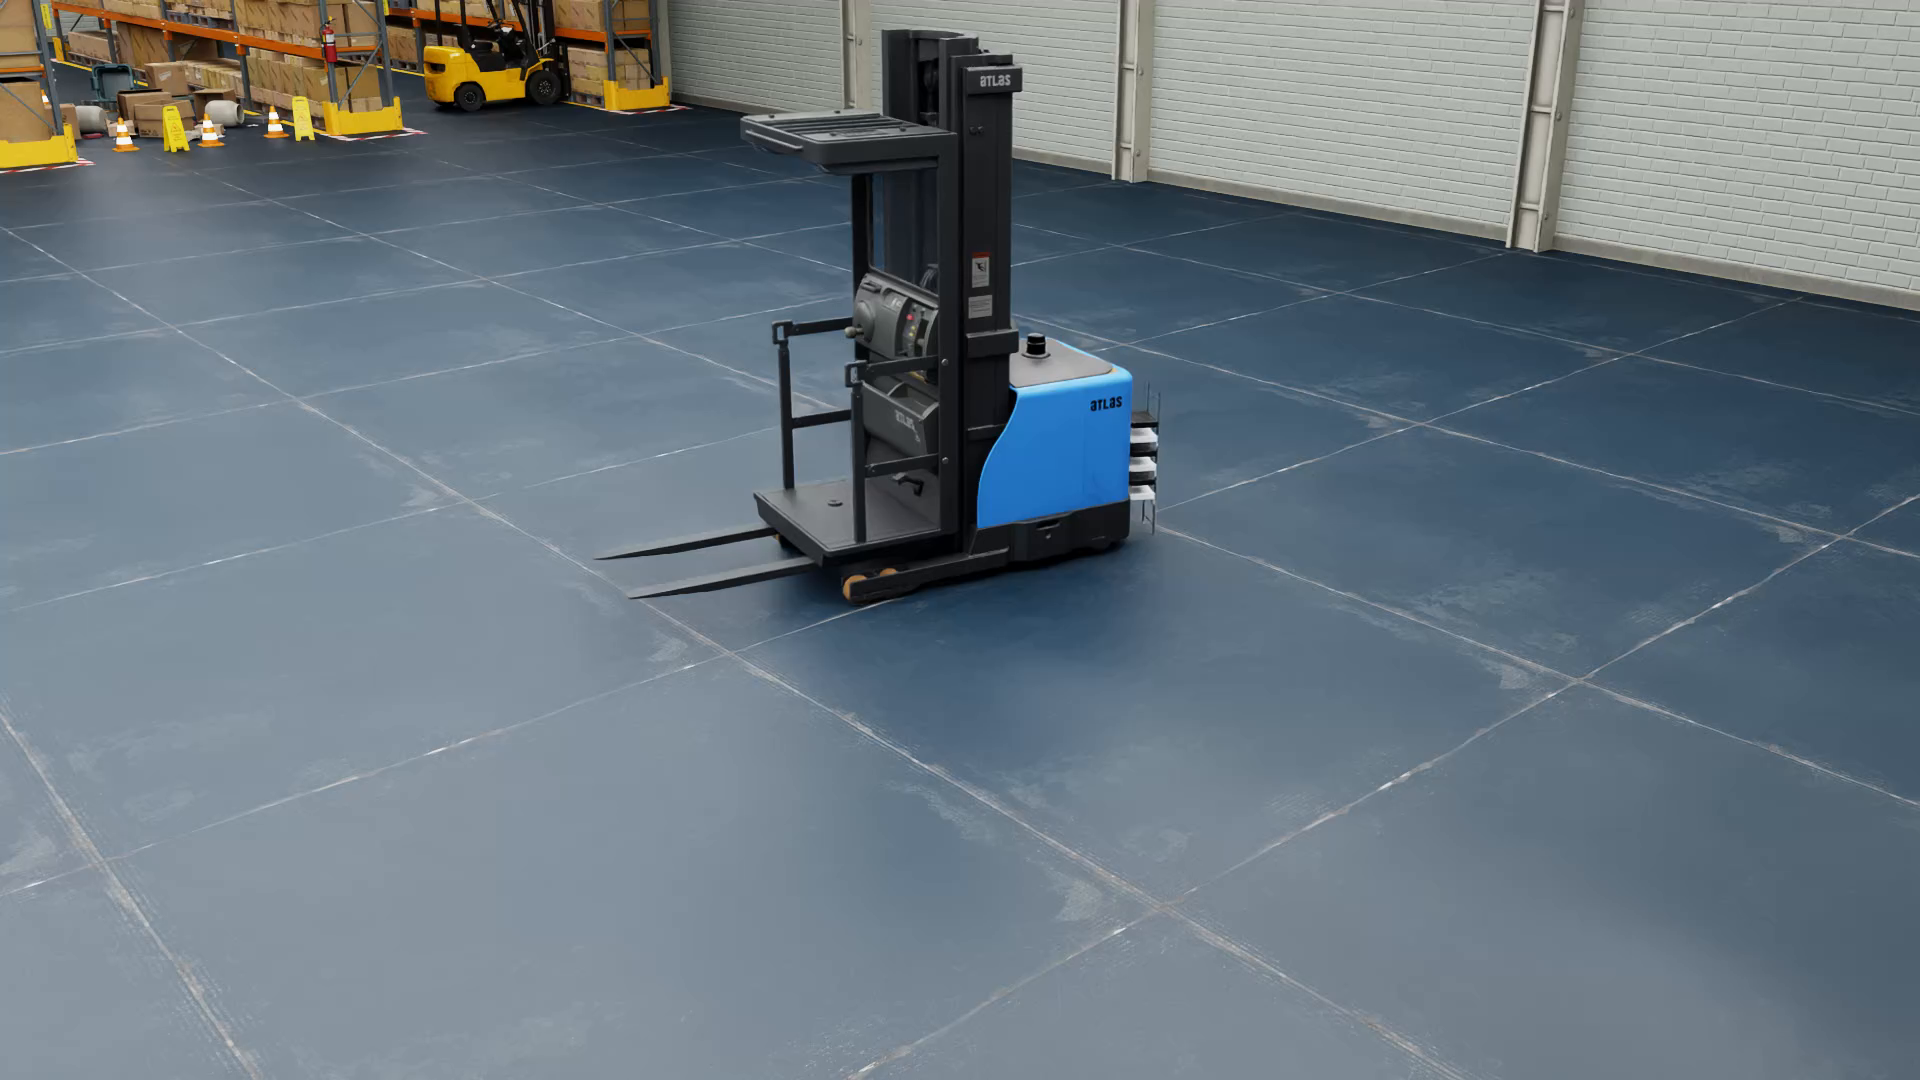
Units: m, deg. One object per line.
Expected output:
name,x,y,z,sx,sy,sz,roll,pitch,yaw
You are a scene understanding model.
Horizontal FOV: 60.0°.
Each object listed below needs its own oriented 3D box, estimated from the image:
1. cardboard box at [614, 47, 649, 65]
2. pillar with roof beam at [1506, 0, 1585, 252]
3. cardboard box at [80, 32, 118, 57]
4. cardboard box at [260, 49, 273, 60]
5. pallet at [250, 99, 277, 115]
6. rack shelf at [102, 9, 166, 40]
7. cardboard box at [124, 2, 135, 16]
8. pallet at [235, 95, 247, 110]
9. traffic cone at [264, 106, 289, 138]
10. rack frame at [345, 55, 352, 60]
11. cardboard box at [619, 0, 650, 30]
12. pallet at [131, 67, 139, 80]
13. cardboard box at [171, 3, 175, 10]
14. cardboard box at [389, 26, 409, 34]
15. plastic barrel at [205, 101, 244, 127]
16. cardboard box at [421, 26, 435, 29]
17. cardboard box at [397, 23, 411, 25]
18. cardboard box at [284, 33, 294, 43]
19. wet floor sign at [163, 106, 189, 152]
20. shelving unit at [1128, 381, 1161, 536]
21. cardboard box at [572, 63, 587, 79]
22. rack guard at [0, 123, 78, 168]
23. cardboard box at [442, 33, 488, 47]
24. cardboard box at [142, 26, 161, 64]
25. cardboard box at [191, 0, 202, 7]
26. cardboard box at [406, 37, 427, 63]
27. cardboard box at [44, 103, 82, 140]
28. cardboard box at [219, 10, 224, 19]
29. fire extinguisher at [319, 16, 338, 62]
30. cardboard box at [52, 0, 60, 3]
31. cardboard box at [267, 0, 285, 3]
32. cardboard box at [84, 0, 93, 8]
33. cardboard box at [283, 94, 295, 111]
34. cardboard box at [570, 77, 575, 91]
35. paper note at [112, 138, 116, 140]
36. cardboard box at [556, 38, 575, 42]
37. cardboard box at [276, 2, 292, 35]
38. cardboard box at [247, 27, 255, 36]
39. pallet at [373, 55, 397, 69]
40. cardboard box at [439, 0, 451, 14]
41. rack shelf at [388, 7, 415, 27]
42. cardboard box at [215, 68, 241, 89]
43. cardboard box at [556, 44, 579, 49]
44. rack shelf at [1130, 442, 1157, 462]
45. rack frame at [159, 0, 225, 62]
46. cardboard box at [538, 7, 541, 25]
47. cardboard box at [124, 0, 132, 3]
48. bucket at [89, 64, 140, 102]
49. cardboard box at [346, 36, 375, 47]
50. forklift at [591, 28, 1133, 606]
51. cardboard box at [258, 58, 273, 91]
cardboard box,-5.950,-8.704,29.917,0.500,0.250,0.500,-18,28,-38
pillar with roof beam,2.937,-6.348,13.851,9.100,9.000,0.400,-17,27,-37
cardboard box,-18.871,-10.976,36.832,0.875,0.438,0.875,-17,27,-36
cardboard box,-11.595,-8.216,28.126,0.380,0.149,0.250,-16,27,-35
pallet,-11.683,-7.592,29.079,1.003,0.211,1.213,-17,27,-37
rack shelf,-16.065,-10.390,33.386,1.077,0.370,4.000,-17,27,-37
cardboard box,-16.302,-10.595,33.128,0.500,0.250,0.500,-18,28,-38
pallet,-12.657,-7.984,30.079,1.003,0.211,1.213,-17,27,-37
traffic cone,-10.795,-6.593,26.183,0.336,0.463,0.334,-17,27,-37
rack frame,-13.612,-12.461,37.685,1.000,3.000,0.127,-17,27,-37
cardboard box,-5.892,-9.395,29.720,0.500,0.500,0.500,-16,27,-36
pallet,-16.809,-9.784,34.675,1.003,0.211,1.213,-17,27,-37
cardboard box,-14.688,-10.117,31.471,0.380,0.149,0.250,-19,29,-40
cardboard box,-12.157,-11.069,36.094,0.380,0.149,0.250,-18,28,-38
plastic barrel,-12.032,-6.973,27.207,0.512,0.421,0.421,0,21,-1
cardboard box,-11.482,-11.037,36.012,0.380,0.149,0.250,-17,27,-37
cardboard box,-12.276,-11.414,36.974,0.380,0.149,0.250,-17,27,-37
cardboard box,-10.831,-8.235,27.240,0.380,0.149,0.250,-18,28,-38
wet floor sign,-11.702,-6.123,24.733,0.232,0.644,0.267,17,27,36
shelving unit,1.048,-0.482,9.981,0.210,0.900,0.258,-4,22,-10
cardboard box,-6.653,-8.494,30.068,0.500,0.250,0.500,-18,28,-38
rack guard,-13.205,-5.586,23.560,1.175,0.500,0.348,-17,27,-37
cardboard box,-10.172,-10.091,34.315,0.875,0.625,0.625,-16,27,-36
cardboard box,-15.726,-9.837,33.324,0.875,0.875,0.875,-17,27,-37
cardboard box,-13.623,-9.947,30.145,0.500,0.500,0.500,-19,28,-39
cardboard box,-11.440,-10.453,35.410,0.500,0.500,0.500,-16,27,-36
cardboard box,-14.041,-6.514,25.926,0.500,0.500,0.500,-12,25,-28
cardboard box,-12.852,-9.300,29.383,0.380,0.149,0.250,-18,28,-39
fire extinguisher,-9.812,-7.785,25.854,0.296,0.674,0.183,-17,27,-37
cardboard box,-19.885,-12.229,36.956,0.500,0.500,0.500,-18,27,-38
cardboard box,-10.772,-8.960,26.832,0.700,0.500,0.500,-18,28,-38
cardboard box,-18.207,-11.533,35.179,0.500,0.500,0.500,-18,28,-39
cardboard box,-10.947,-7.325,27.768,0.500,0.250,0.500,-19,28,-39
cardboard box,-6.962,-8.395,30.499,0.500,0.250,0.500,-17,27,-37
paper note,-13.196,-6.259,25.949,0.032,0.001,0.123,-4,22,-10
cardboard box,-7.580,-9.405,31.706,0.500,0.250,0.500,-18,28,-38
cardboard box,-10.747,-8.510,27.055,0.500,0.500,0.500,-18,27,-38
cardboard box,-11.981,-8.730,28.504,0.380,0.149,0.250,-16,27,-36
pallet,-12.252,-10.609,36.782,1.003,0.211,1.213,-17,27,-37
cardboard box,-10.231,-10.824,33.712,0.500,0.250,0.500,-19,28,-39
rack shelf,-12.307,-11.573,36.405,1.077,0.370,4.000,-17,27,-37
cardboard box,-12.964,-8.382,30.298,0.950,0.372,0.625,-15,26,-34
cardboard box,-7.316,-8.997,30.666,0.500,0.250,0.500,-18,28,-38
rack shelf,1.048,-0.535,9.960,0.200,0.077,0.258,-4,22,-10
rack frame,-14.759,-10.173,31.844,1.000,3.000,0.127,-17,27,-37
cardboard box,-7.614,-9.833,30.838,0.500,0.500,0.500,-18,28,-38
cardboard box,-16.294,-10.830,33.041,0.500,0.250,0.500,-18,28,-39
bucket,-13.997,-7.556,27.567,0.726,0.611,0.620,-8,13,-19
cardboard box,-9.602,-7.989,26.612,0.380,0.149,0.250,-17,27,-37
forklift,-0.540,-1.225,9.093,3.031,2.935,1.130,-11,24,-26
cardboard box,-11.609,-7.960,28.360,0.500,0.500,0.500,-16,27,-35
